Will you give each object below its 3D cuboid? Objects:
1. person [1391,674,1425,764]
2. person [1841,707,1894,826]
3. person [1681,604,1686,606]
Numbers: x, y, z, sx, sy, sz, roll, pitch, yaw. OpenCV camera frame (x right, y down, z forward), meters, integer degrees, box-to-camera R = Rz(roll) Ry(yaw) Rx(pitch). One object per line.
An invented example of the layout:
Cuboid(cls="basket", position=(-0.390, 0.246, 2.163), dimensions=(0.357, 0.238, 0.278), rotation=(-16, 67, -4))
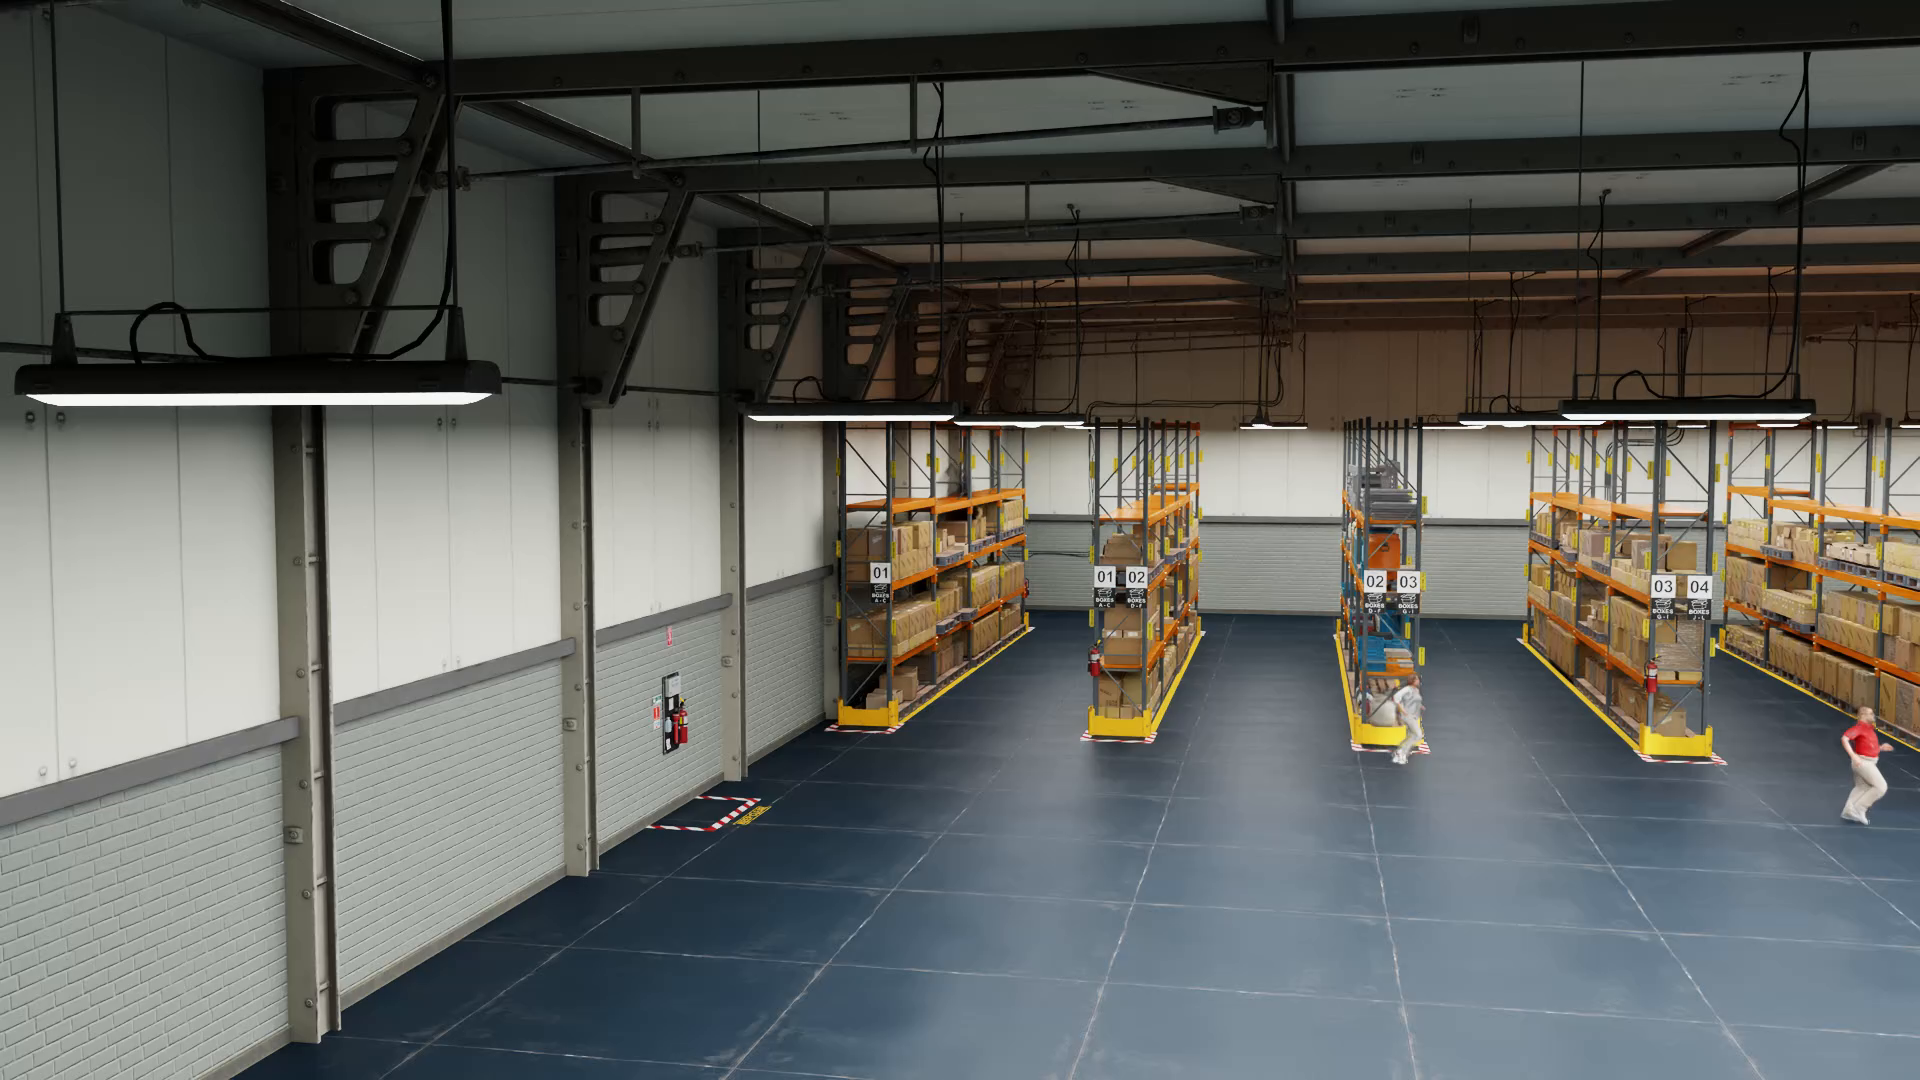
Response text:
Cuboid(cls="person", position=(7.784, 3.080, 28.722), dimensions=(0.544, 1.535, 0.537), rotation=(3, 5, 36))
Cuboid(cls="person", position=(13.235, 3.293, 24.251), dimensions=(0.653, 1.718, 0.652), rotation=(2, 4, 34))
Cuboid(cls="person", position=(18.831, 2.000, 43.668), dimensions=(0.766, 1.755, 1.043), rotation=(2, 4, 29))
